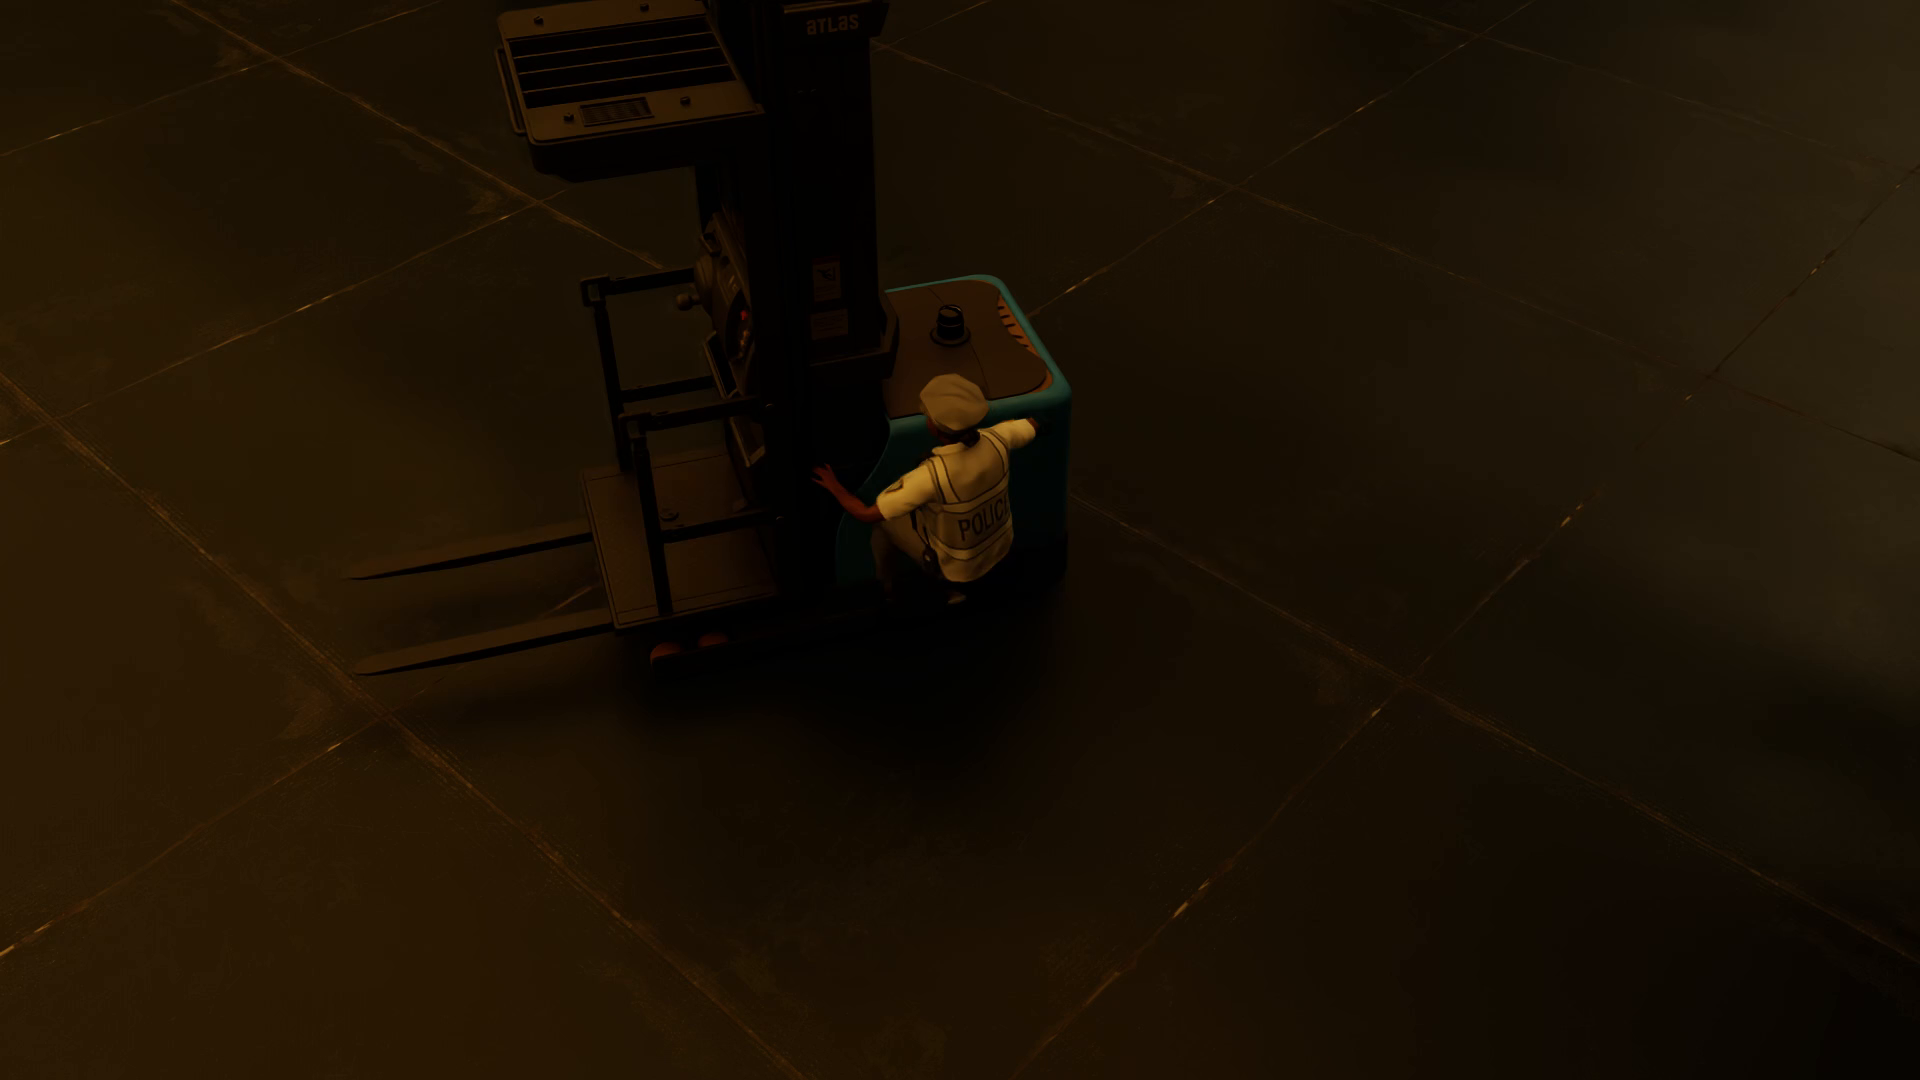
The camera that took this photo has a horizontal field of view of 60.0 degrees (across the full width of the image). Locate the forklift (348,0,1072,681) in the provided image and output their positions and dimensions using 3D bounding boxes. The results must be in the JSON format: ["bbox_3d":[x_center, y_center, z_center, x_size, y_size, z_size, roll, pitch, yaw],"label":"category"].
[{"bbox_3d":[-1.102,-0.911,6.490,3.031,2.935,1.130,-12,42,-13],"label":"forklift"}]

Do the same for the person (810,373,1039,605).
[{"bbox_3d":[-0.137,-0.151,6.737,0.817,1.441,0.887,30,49,30],"label":"person"}]
